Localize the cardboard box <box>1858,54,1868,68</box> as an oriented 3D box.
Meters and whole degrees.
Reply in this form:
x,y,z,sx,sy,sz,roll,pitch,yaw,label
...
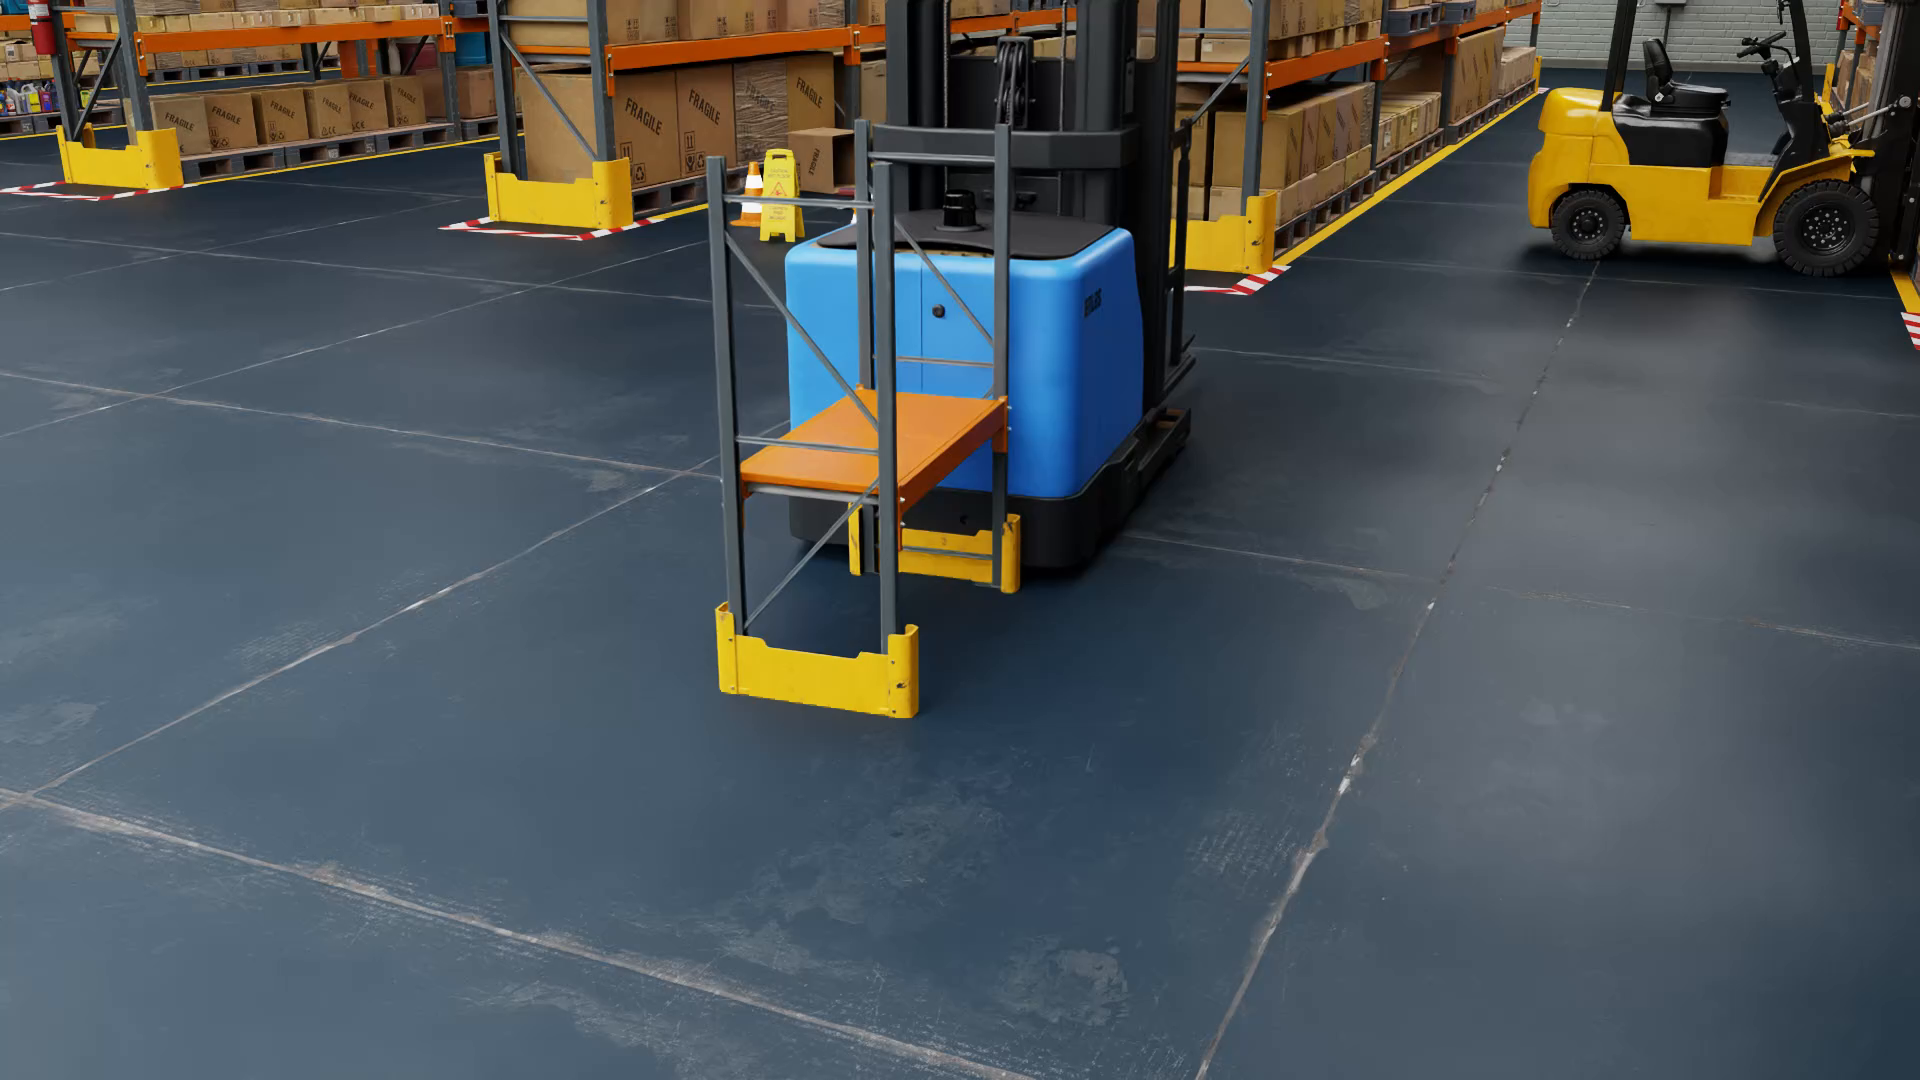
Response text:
x,y,z,sx,sy,sz,roll,pitch,yaw,label
10.521,-5.488,19.059,0.380,0.149,0.250,10,22,25,cardboard box

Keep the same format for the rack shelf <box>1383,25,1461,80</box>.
x,y,z,sx,sy,sz,roll,pitch,yaw,label
3.924,-4.742,15.900,1.077,0.370,4.000,9,21,23,rack shelf

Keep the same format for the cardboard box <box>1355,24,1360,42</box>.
x,y,z,sx,sy,sz,roll,pitch,yaw,label
2.977,-4.065,13.298,0.380,0.149,0.250,9,21,23,cardboard box

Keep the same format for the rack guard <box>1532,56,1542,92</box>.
x,y,z,sx,sy,sz,roll,pitch,yaw,label
8.029,-6.968,24.815,1.175,0.500,0.348,9,21,23,rack guard

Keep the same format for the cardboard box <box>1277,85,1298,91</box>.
x,y,z,sx,sy,sz,roll,pitch,yaw,label
2.408,-3.417,13.458,0.500,0.500,0.500,9,22,25,cardboard box

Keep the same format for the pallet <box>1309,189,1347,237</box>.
x,y,z,sx,sy,sz,roll,pitch,yaw,label
2.364,-2.571,12.884,1.003,0.211,1.213,9,21,23,pallet

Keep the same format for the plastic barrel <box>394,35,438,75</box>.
x,y,z,sx,sy,sz,roll,pitch,yaw,label
-8.170,-7.291,24.965,0.600,0.588,0.708,9,21,23,plastic barrel

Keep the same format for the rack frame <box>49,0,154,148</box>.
x,y,z,sx,sy,sz,roll,pitch,yaw,label
-7.574,-4.607,14.446,1.000,3.000,0.127,9,21,23,rack frame

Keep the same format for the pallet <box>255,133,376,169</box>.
x,y,z,sx,sy,sz,roll,pitch,yaw,label
-6.677,-3.931,16.708,1.003,0.211,1.213,9,21,23,pallet

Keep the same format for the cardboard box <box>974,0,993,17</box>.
x,y,z,sx,sy,sz,roll,pitch,yaw,label
0.041,-6.061,18.386,0.500,0.500,0.500,9,21,23,cardboard box

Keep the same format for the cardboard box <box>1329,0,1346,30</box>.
x,y,z,sx,sy,sz,roll,pitch,yaw,label
2.531,-4.012,12.181,0.500,0.500,0.500,8,21,22,cardboard box

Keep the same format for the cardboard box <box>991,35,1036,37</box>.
x,y,z,sx,sy,sz,roll,pitch,yaw,label
0.646,-6.268,21.103,0.500,0.250,0.500,9,22,24,cardboard box

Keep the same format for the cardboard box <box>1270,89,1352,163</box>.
x,y,z,sx,sy,sz,roll,pitch,yaw,label
2.693,-3.196,12.836,0.500,0.500,0.500,10,22,26,cardboard box

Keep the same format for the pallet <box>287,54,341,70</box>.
x,y,z,sx,sy,sz,roll,pitch,yaw,label
-11.414,-8.531,29.643,1.003,0.211,1.213,9,21,23,pallet

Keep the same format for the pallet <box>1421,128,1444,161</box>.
x,y,z,sx,sy,sz,roll,pitch,yaw,label
4.421,-4.140,17.295,1.003,0.211,1.213,9,21,23,pallet

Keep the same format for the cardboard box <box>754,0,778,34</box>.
x,y,z,sx,sy,sz,roll,pitch,yaw,label
-2.126,-4.754,14.636,0.875,0.550,0.550,9,21,23,cardboard box

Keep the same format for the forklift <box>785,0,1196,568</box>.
x,y,z,sx,sy,sz,roll,pitch,yaw,label
0.351,-1.747,6.507,1.130,2.935,3.031,6,21,17,forklift

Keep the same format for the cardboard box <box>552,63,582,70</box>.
x,y,z,sx,sy,sz,roll,pitch,yaw,label
-4.996,-5.529,20.112,0.700,0.500,0.500,11,22,27,cardboard box

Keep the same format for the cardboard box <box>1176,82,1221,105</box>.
x,y,z,sx,sy,sz,roll,pitch,yaw,label
1.646,-3.210,11.909,0.380,0.149,0.250,9,22,24,cardboard box

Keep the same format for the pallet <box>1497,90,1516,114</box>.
x,y,z,sx,sy,sz,roll,pitch,yaw,label
6.764,-5.823,22.028,1.003,0.211,1.213,9,21,23,pallet

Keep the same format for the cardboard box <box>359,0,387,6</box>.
x,y,z,sx,sy,sz,roll,pitch,yaw,label
-6.414,-5.740,17.038,0.875,0.500,0.500,9,21,23,cardboard box

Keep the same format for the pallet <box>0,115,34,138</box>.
x,y,z,sx,sy,sz,roll,pitch,yaw,label
-11.266,-4.621,18.649,1.003,0.211,1.213,9,21,23,pallet

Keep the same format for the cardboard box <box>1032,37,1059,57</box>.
x,y,z,sx,sy,sz,roll,pitch,yaw,label
0.896,-6.047,20.480,0.500,0.250,0.500,8,21,22,cardboard box

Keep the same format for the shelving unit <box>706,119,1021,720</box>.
x,y,z,sx,sy,sz,roll,pitch,yaw,label
-0.244,-0.412,4.890,0.587,1.500,1.083,6,21,17,shelving unit

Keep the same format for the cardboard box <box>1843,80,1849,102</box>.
x,y,z,sx,sy,sz,roll,pitch,yaw,label
11.017,-5.465,20.312,0.396,0.266,0.258,9,22,25,cardboard box

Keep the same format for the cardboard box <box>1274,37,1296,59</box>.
x,y,z,sx,sy,sz,roll,pitch,yaw,label
2.068,-3.353,11.296,0.380,0.149,0.250,8,21,21,cardboard box

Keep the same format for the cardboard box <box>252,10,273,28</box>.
x,y,z,sx,sy,sz,roll,pitch,yaw,label
-6.734,-4.926,15.718,0.380,0.149,0.250,9,21,23,cardboard box

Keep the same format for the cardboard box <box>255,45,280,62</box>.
x,y,z,sx,sy,sz,roll,pitch,yaw,label
-11.847,-8.325,27.975,0.500,0.500,0.500,9,21,23,cardboard box

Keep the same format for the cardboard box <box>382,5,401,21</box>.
x,y,z,sx,sy,sz,roll,pitch,yaw,label
-6.024,-5.462,17.225,0.380,0.149,0.250,9,21,23,cardboard box

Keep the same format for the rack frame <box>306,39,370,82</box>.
x,y,z,sx,sy,sz,roll,pitch,yaw,label
-8.817,-7.732,23.233,1.000,3.000,0.127,9,21,23,rack frame

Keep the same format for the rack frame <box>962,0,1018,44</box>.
x,y,z,sx,sy,sz,roll,pitch,yaw,label
0.185,-6.341,19.322,1.000,3.000,0.127,9,21,23,rack frame

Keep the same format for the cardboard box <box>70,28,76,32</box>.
x,y,z,sx,sy,sz,roll,pitch,yaw,label
-16.365,-9.283,30.175,0.750,0.750,0.750,9,21,23,cardboard box

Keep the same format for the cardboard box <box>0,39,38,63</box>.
x,y,z,sx,sy,sz,roll,pitch,yaw,label
-13.740,-7.072,24.017,0.500,0.311,0.500,8,21,22,cardboard box

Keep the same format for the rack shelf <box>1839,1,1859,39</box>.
x,y,z,sx,sy,sz,roll,pitch,yaw,label
11.730,-6.508,20.865,1.077,0.370,4.000,9,21,23,rack shelf

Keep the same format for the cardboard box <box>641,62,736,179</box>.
x,y,z,sx,sy,sz,roll,pitch,yaw,label
-2.515,-3.578,14.096,0.875,0.875,0.875,8,21,22,cardboard box

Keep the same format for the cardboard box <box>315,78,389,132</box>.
x,y,z,sx,sy,sz,roll,pitch,yaw,label
-6.364,-4.557,17.409,0.500,0.500,0.500,17,26,40,cardboard box

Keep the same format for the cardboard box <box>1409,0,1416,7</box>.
x,y,z,sx,sy,sz,roll,pitch,yaw,label
3.920,-4.920,15.075,0.380,0.149,0.250,9,21,24,cardboard box

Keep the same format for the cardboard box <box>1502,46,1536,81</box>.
x,y,z,sx,sy,sz,roll,pitch,yaw,label
7.840,-6.913,24.129,0.875,0.438,0.875,8,21,21,cardboard box

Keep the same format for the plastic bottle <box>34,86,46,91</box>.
x,y,z,sx,sy,sz,roll,pitch,yaw,label
-10.680,-5.151,19.384,0.152,0.276,0.135,9,21,23,plastic bottle

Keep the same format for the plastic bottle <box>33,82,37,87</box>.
x,y,z,sx,sy,sz,roll,pitch,yaw,label
-10.995,-5.282,19.743,0.061,0.283,0.133,9,21,23,plastic bottle

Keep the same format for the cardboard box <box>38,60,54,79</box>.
x,y,z,sx,sy,sz,roll,pitch,yaw,label
-13.535,-6.963,24.547,0.500,0.250,0.500,8,21,22,cardboard box

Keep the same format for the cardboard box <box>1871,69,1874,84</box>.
x,y,z,sx,sy,sz,roll,pitch,yaw,label
9.327,-4.612,16.596,0.380,0.149,0.250,7,21,20,cardboard box

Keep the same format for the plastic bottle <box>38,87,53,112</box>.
x,y,z,sx,sy,sz,roll,pitch,yaw,label
-10.563,-5.086,19.191,0.061,0.283,0.133,10,22,26,plastic bottle

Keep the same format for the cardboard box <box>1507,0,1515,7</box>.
x,y,z,sx,sy,sz,roll,pitch,yaw,label
6.812,-7.070,21.223,0.500,0.500,0.500,9,22,24,cardboard box

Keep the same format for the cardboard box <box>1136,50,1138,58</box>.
x,y,z,sx,sy,sz,roll,pitch,yaw,label
2.320,-6.852,23.498,0.380,0.149,0.250,10,22,25,cardboard box

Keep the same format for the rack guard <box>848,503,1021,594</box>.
x,y,z,sx,sy,sz,roll,pitch,yaw,label
-0.087,0.018,5.545,0.587,0.250,0.087,6,21,17,rack guard

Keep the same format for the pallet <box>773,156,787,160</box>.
x,y,z,sx,sy,sz,roll,pitch,yaw,label
-1.835,-3.583,15.727,1.003,0.211,1.213,9,21,23,pallet

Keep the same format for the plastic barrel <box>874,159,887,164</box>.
x,y,z,sx,sy,sz,roll,pitch,yaw,label
-0.518,-3.347,14.748,0.421,0.421,0.512,-9,22,-24,plastic barrel

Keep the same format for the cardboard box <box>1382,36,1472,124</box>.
x,y,z,sx,sy,sz,roll,pitch,yaw,label
5.101,-5.089,18.346,0.875,0.875,0.875,8,21,22,cardboard box

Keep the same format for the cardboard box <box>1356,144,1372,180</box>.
x,y,z,sx,sy,sz,roll,pitch,yaw,label
3.108,-3.154,13.839,0.500,0.250,0.500,10,22,25,cardboard box

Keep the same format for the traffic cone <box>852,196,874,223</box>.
x,y,z,sx,sy,sz,roll,pitch,yaw,label
-0.686,-2.409,12.051,0.336,0.463,0.334,9,21,23,traffic cone
